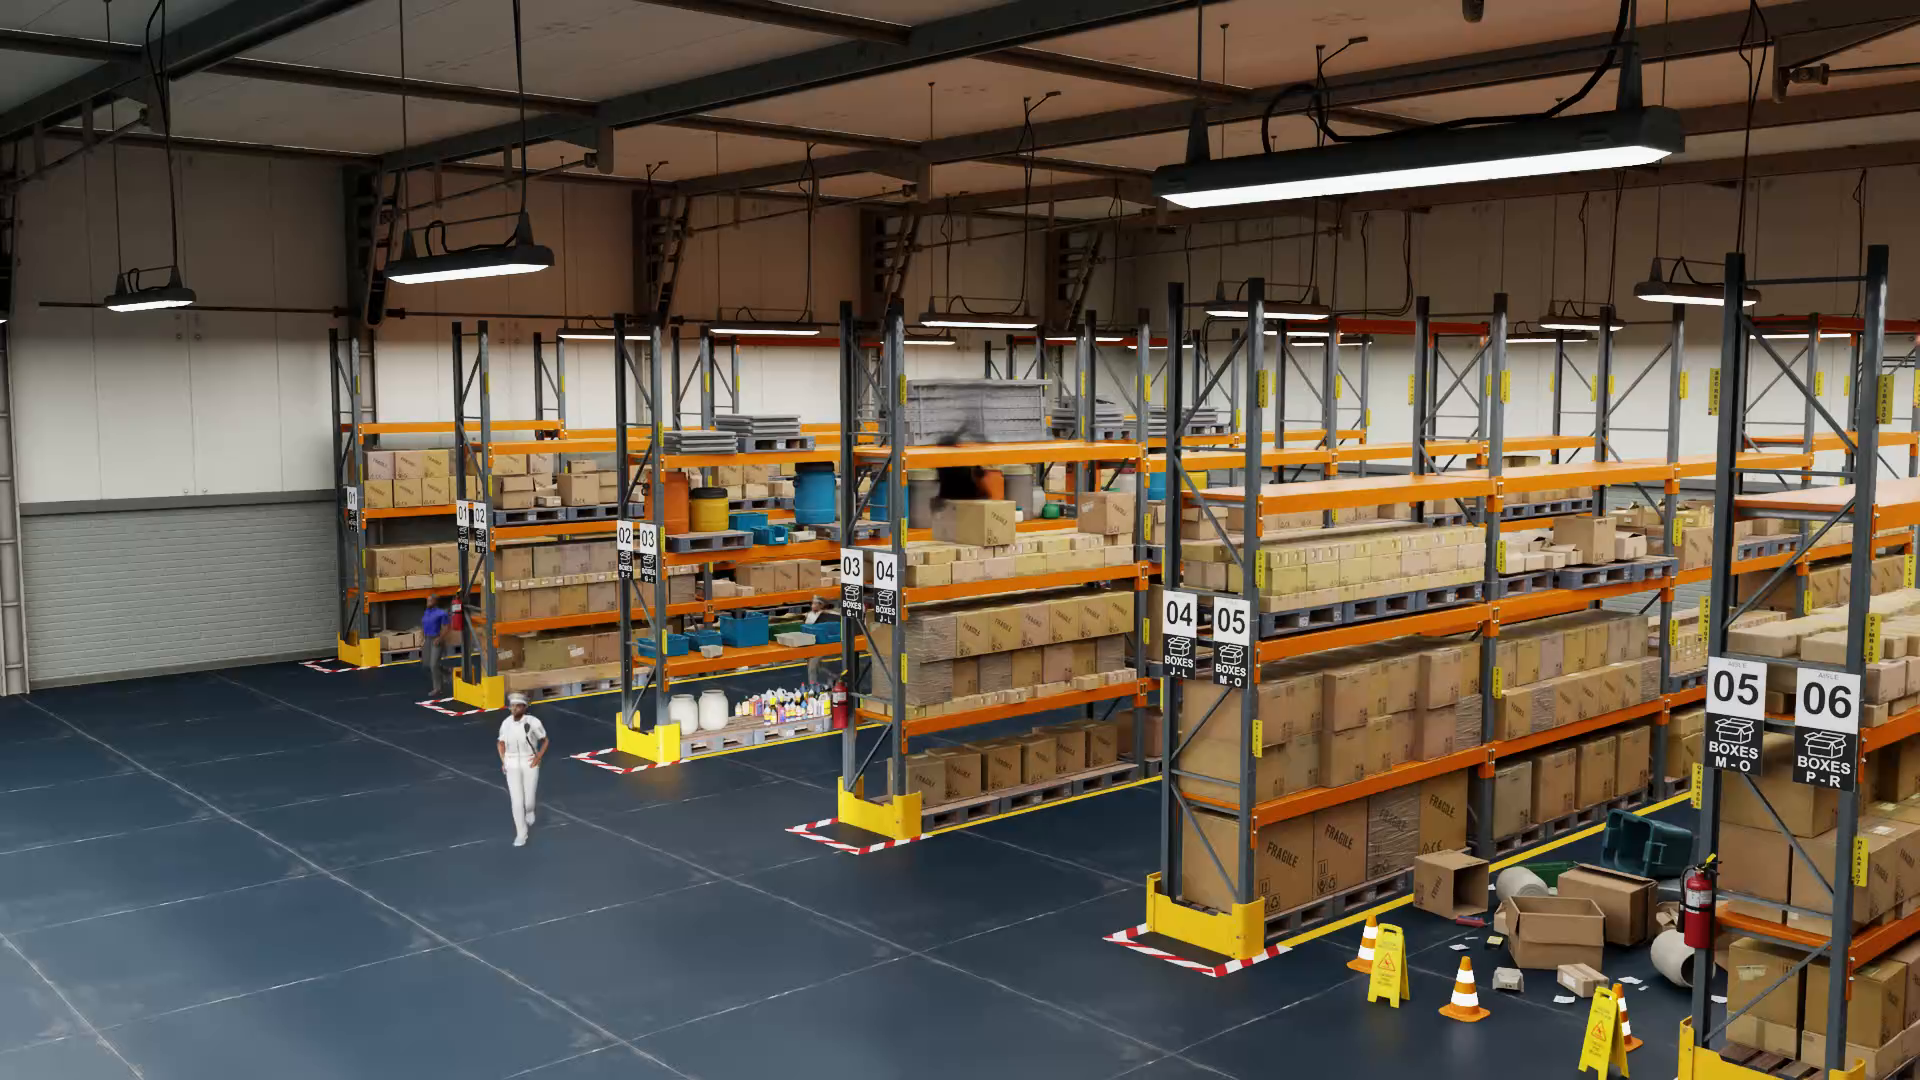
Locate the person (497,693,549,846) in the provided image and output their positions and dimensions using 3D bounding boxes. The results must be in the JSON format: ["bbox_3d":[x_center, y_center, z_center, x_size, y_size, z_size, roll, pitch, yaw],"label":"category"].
[{"bbox_3d":[-4.874,2.517,18.547,0.576,1.683,0.611,0,6,-3],"label":"person"}]

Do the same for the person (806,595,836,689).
[{"bbox_3d":[-2.251,1.703,26.698,0.623,1.688,0.785,5,8,42],"label":"person"}]

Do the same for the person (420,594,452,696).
[{"bbox_3d":[-8.535,1.687,27.160,0.598,1.643,0.630,3,7,31],"label":"person"}]
